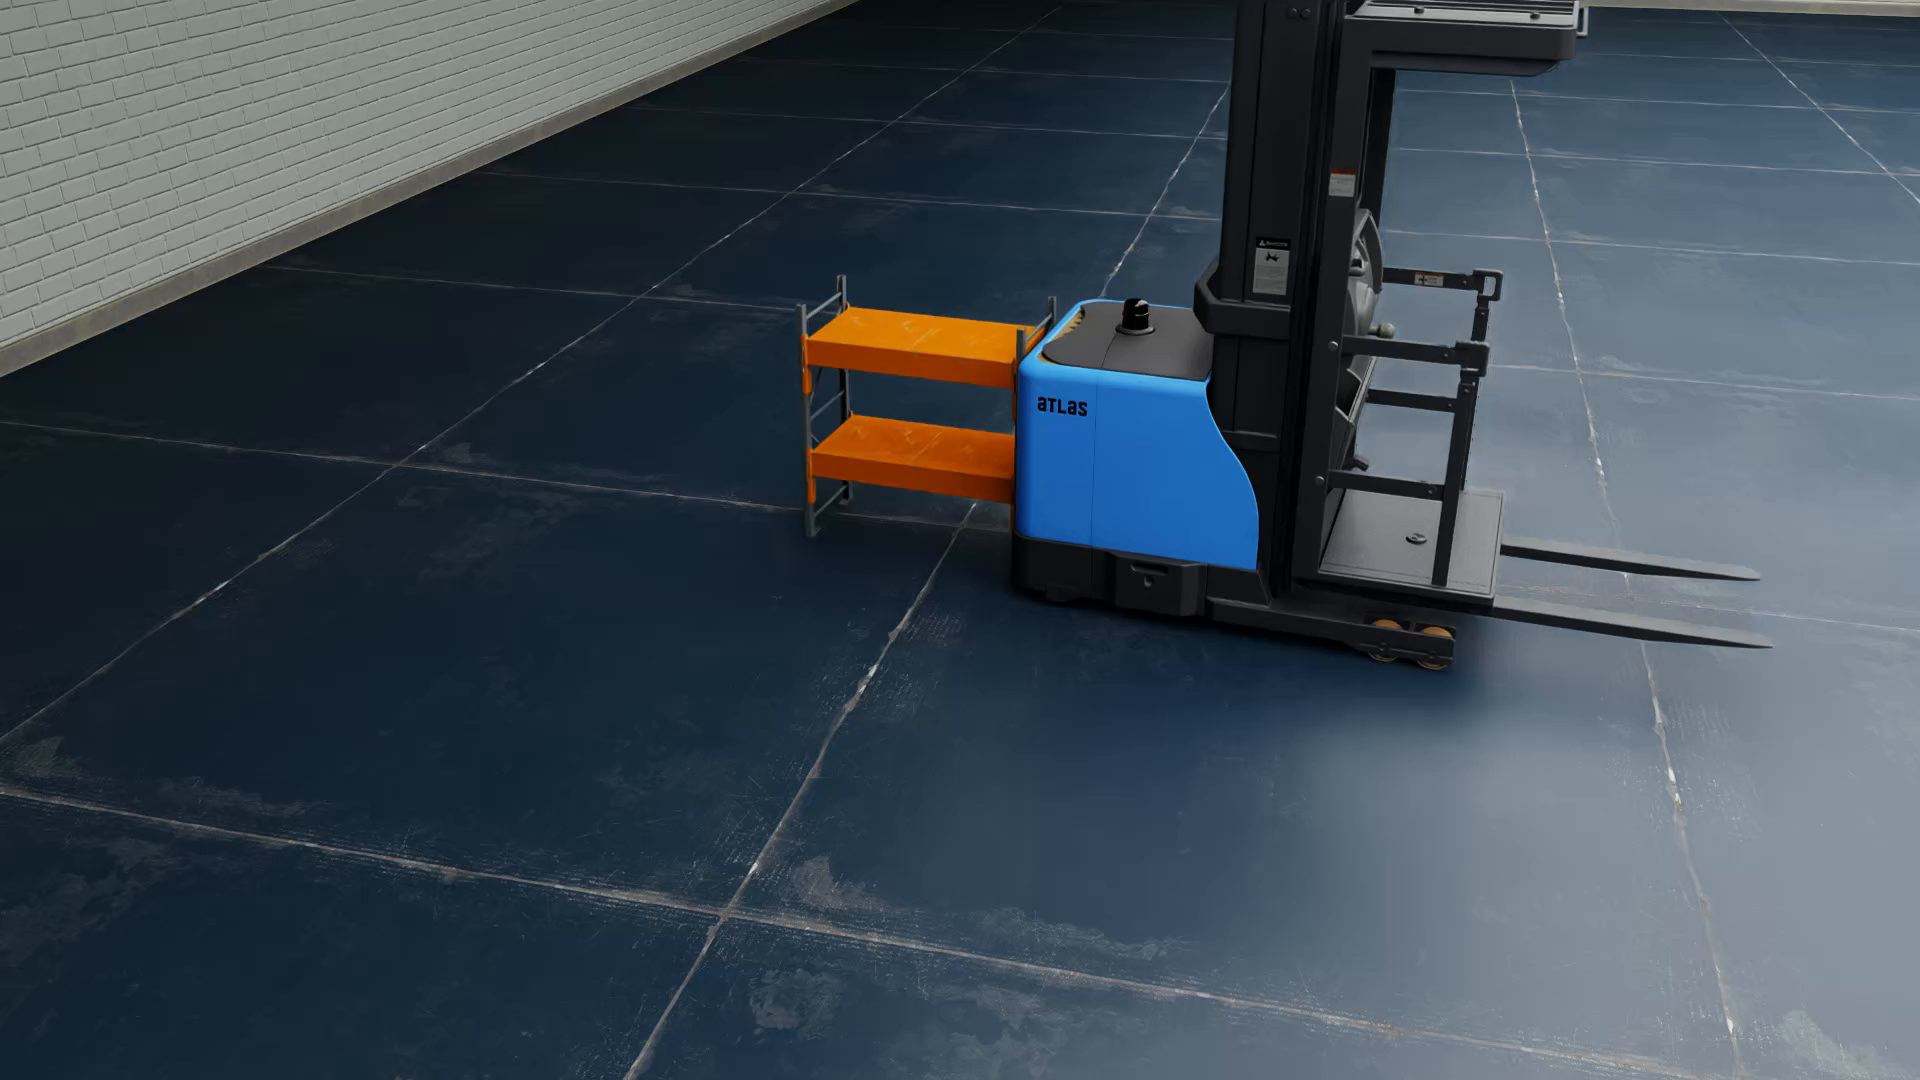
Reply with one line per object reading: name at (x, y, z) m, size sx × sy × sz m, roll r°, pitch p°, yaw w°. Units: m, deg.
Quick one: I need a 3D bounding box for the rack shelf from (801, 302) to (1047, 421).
rack shelf at (-0.146, -0.813, 7.468) m, size 1.000 × 0.278 × 0.538 m, roll 9°, pitch 27°, yaw 17°

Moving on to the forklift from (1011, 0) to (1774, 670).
forklift at (1.797, -1.062, 6.571) m, size 3.031 × 2.935 × 1.130 m, roll 8°, pitch 27°, yaw 17°

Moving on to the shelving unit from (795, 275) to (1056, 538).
shelving unit at (-0.146, -0.549, 7.594) m, size 1.048 × 1.125 × 0.538 m, roll 9°, pitch 27°, yaw 17°

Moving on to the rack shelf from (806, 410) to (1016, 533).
rack shelf at (-0.146, -0.328, 7.699) m, size 1.000 × 0.278 × 0.538 m, roll 9°, pitch 27°, yaw 17°

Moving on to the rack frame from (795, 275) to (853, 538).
rack frame at (-0.626, -0.620, 7.745) m, size 0.032 × 1.125 × 0.500 m, roll 9°, pitch 27°, yaw 17°

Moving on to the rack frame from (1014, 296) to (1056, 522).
rack frame at (0.334, -0.477, 7.443) m, size 0.032 × 1.125 × 0.500 m, roll 9°, pitch 27°, yaw 17°
